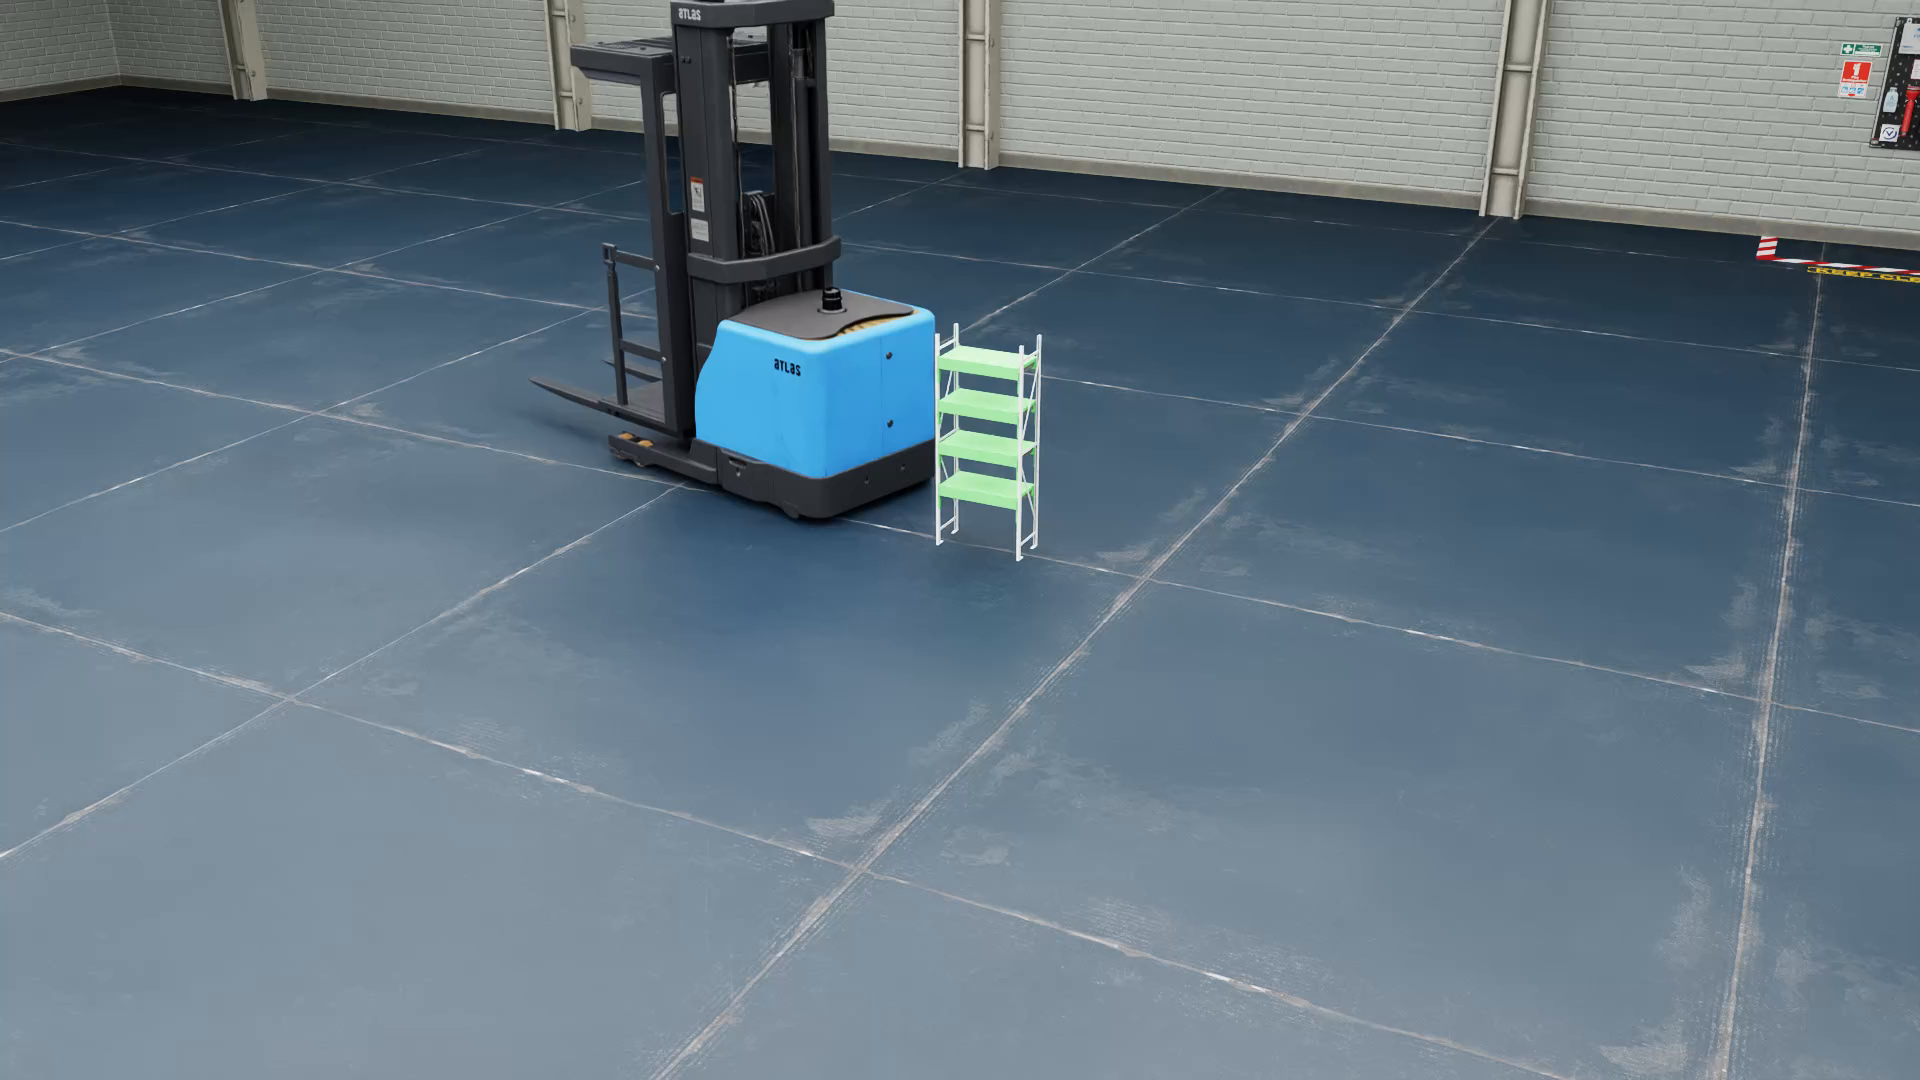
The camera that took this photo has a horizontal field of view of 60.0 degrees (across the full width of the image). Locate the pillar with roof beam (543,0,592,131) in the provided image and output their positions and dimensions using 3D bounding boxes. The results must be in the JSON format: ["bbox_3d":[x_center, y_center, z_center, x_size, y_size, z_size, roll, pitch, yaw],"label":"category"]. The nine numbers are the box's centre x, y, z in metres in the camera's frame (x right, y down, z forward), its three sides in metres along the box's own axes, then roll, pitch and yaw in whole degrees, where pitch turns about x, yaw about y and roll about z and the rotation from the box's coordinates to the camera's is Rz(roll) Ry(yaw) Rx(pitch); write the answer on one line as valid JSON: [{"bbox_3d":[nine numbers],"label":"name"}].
[{"bbox_3d":[-7.073,-8.109,16.820,0.400,9.000,9.100,11,25,25],"label":"pillar with roof beam"}]

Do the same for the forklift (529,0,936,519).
[{"bbox_3d":[-1.563,-1.935,10.054,3.031,2.935,1.130,19,30,38],"label":"forklift"}]

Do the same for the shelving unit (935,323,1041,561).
[{"bbox_3d":[0.148,-0.523,8.946,0.503,1.200,0.258,11,25,25],"label":"shelving unit"}]

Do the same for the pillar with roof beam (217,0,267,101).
[{"bbox_3d":[-12.427,-9.169,19.312,0.400,9.000,9.100,11,25,25],"label":"pillar with roof beam"}]

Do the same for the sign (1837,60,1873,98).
[{"bbox_3d":[8.298,-4.274,15.421,0.234,0.329,0.001,11,25,25],"label":"sign"}]

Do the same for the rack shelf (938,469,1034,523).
[{"bbox_3d":[0.148,-0.243,9.065,0.480,0.148,0.258,11,25,25],"label":"rack shelf"}]

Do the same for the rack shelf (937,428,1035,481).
[{"bbox_3d":[0.148,-0.464,8.971,0.480,0.148,0.258,11,25,25],"label":"rack shelf"}]

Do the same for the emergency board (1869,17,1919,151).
[{"bbox_3d":[8.745,-4.124,15.113,0.643,1.169,0.194,11,25,25],"label":"emergency board"}]

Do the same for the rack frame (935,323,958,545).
[{"bbox_3d":[-0.070,-0.566,9.048,0.015,1.200,0.240,11,25,25],"label":"rack frame"}]

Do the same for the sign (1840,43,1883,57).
[{"bbox_3d":[8.298,-4.514,15.308,0.331,0.109,0.001,11,25,25],"label":"sign"}]

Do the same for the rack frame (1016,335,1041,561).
[{"bbox_3d":[0.365,-0.480,8.845,0.015,1.200,0.240,11,25,25],"label":"rack frame"}]

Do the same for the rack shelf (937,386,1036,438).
[{"bbox_3d":[0.148,-0.685,8.878,0.480,0.148,0.258,11,25,25],"label":"rack shelf"}]

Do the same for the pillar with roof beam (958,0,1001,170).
[{"bbox_3d":[-1.718,-7.050,14.329,0.400,9.000,9.100,11,25,25],"label":"pillar with roof beam"}]

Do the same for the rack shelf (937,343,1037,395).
[{"bbox_3d":[0.148,-0.906,8.784,0.480,0.148,0.258,11,25,25],"label":"rack shelf"}]

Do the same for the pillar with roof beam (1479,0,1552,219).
[{"bbox_3d":[3.636,-5.991,11.838,0.400,9.000,9.100,11,25,25],"label":"pillar with roof beam"}]

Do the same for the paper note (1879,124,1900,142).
[{"bbox_3d":[8.618,-3.774,15.416,0.142,0.148,0.016,11,25,25],"label":"paper note"}]
